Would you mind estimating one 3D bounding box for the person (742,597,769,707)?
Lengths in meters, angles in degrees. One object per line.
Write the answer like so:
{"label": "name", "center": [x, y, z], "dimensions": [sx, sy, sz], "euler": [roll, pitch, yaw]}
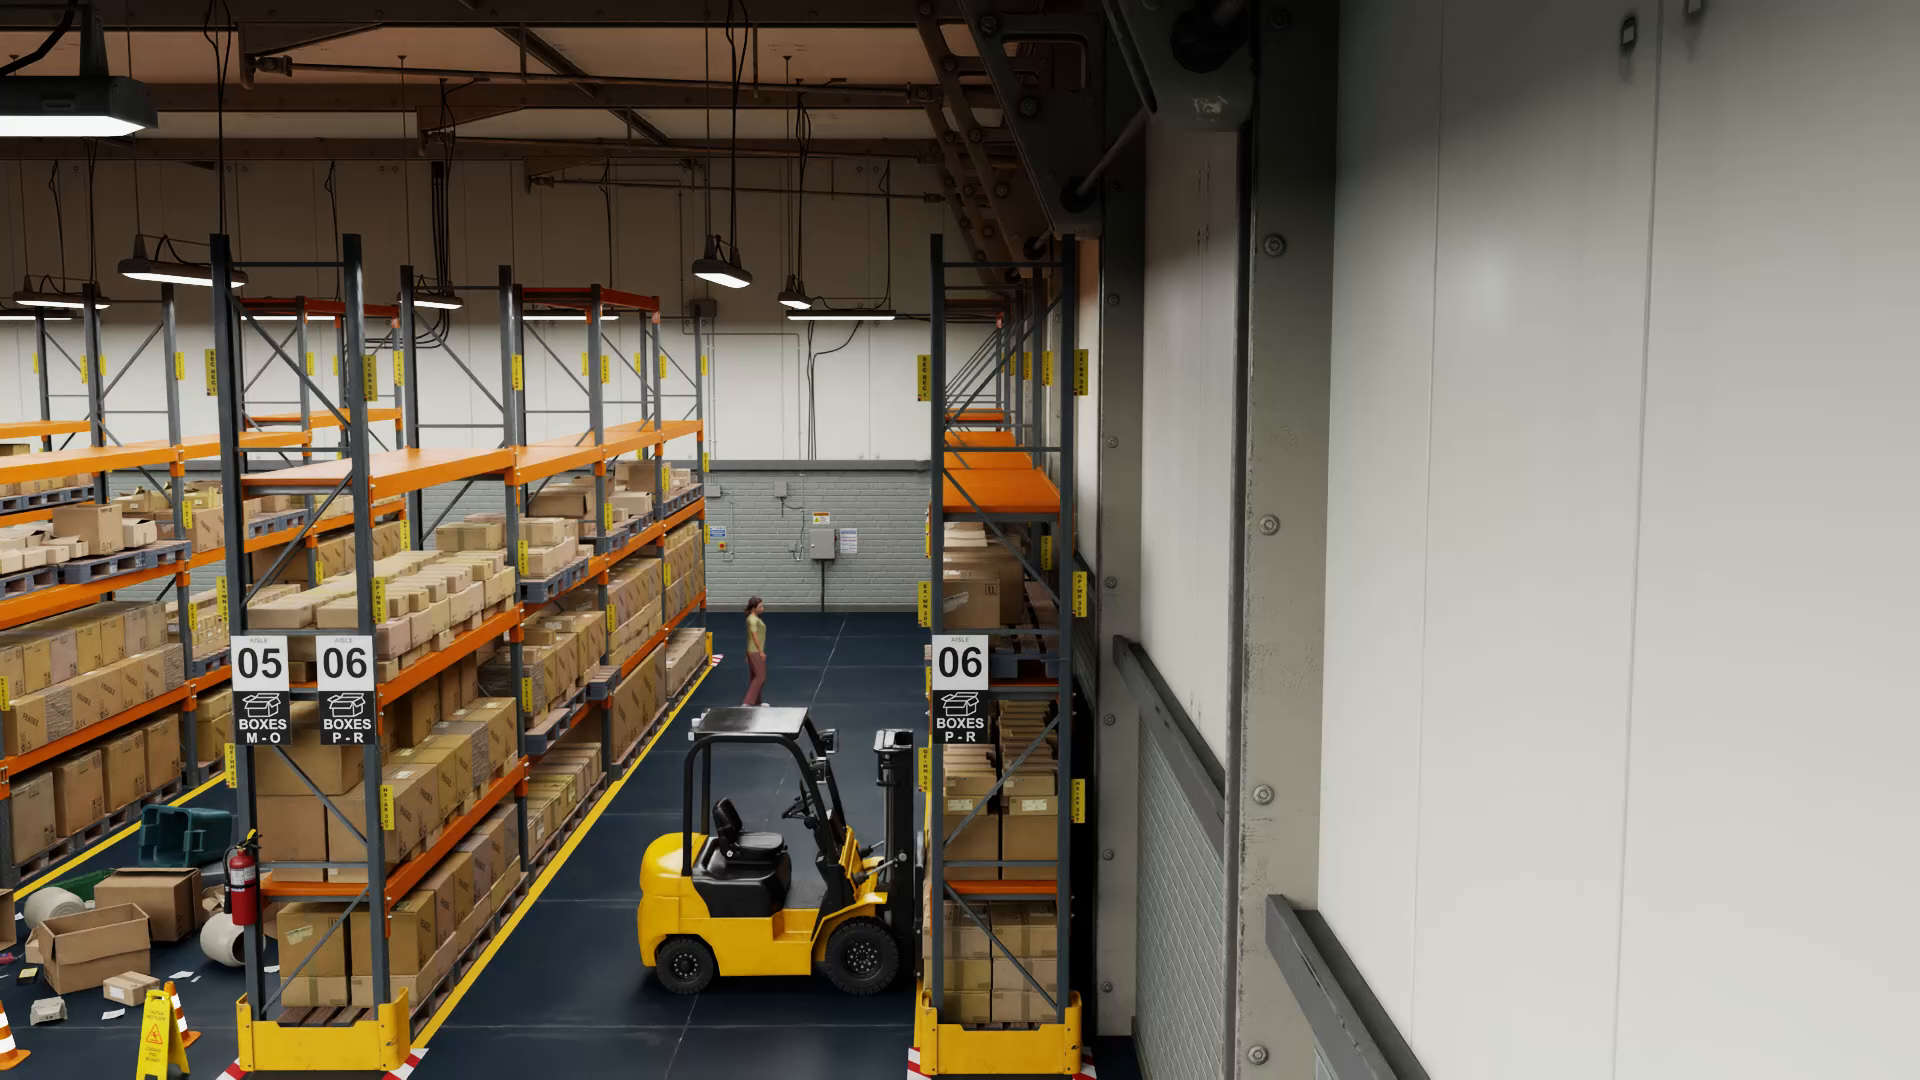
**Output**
{"label": "person", "center": [-2.984, 1.661, 24.174], "dimensions": [0.413, 1.677, 0.491], "euler": [-1, 6, -10]}
